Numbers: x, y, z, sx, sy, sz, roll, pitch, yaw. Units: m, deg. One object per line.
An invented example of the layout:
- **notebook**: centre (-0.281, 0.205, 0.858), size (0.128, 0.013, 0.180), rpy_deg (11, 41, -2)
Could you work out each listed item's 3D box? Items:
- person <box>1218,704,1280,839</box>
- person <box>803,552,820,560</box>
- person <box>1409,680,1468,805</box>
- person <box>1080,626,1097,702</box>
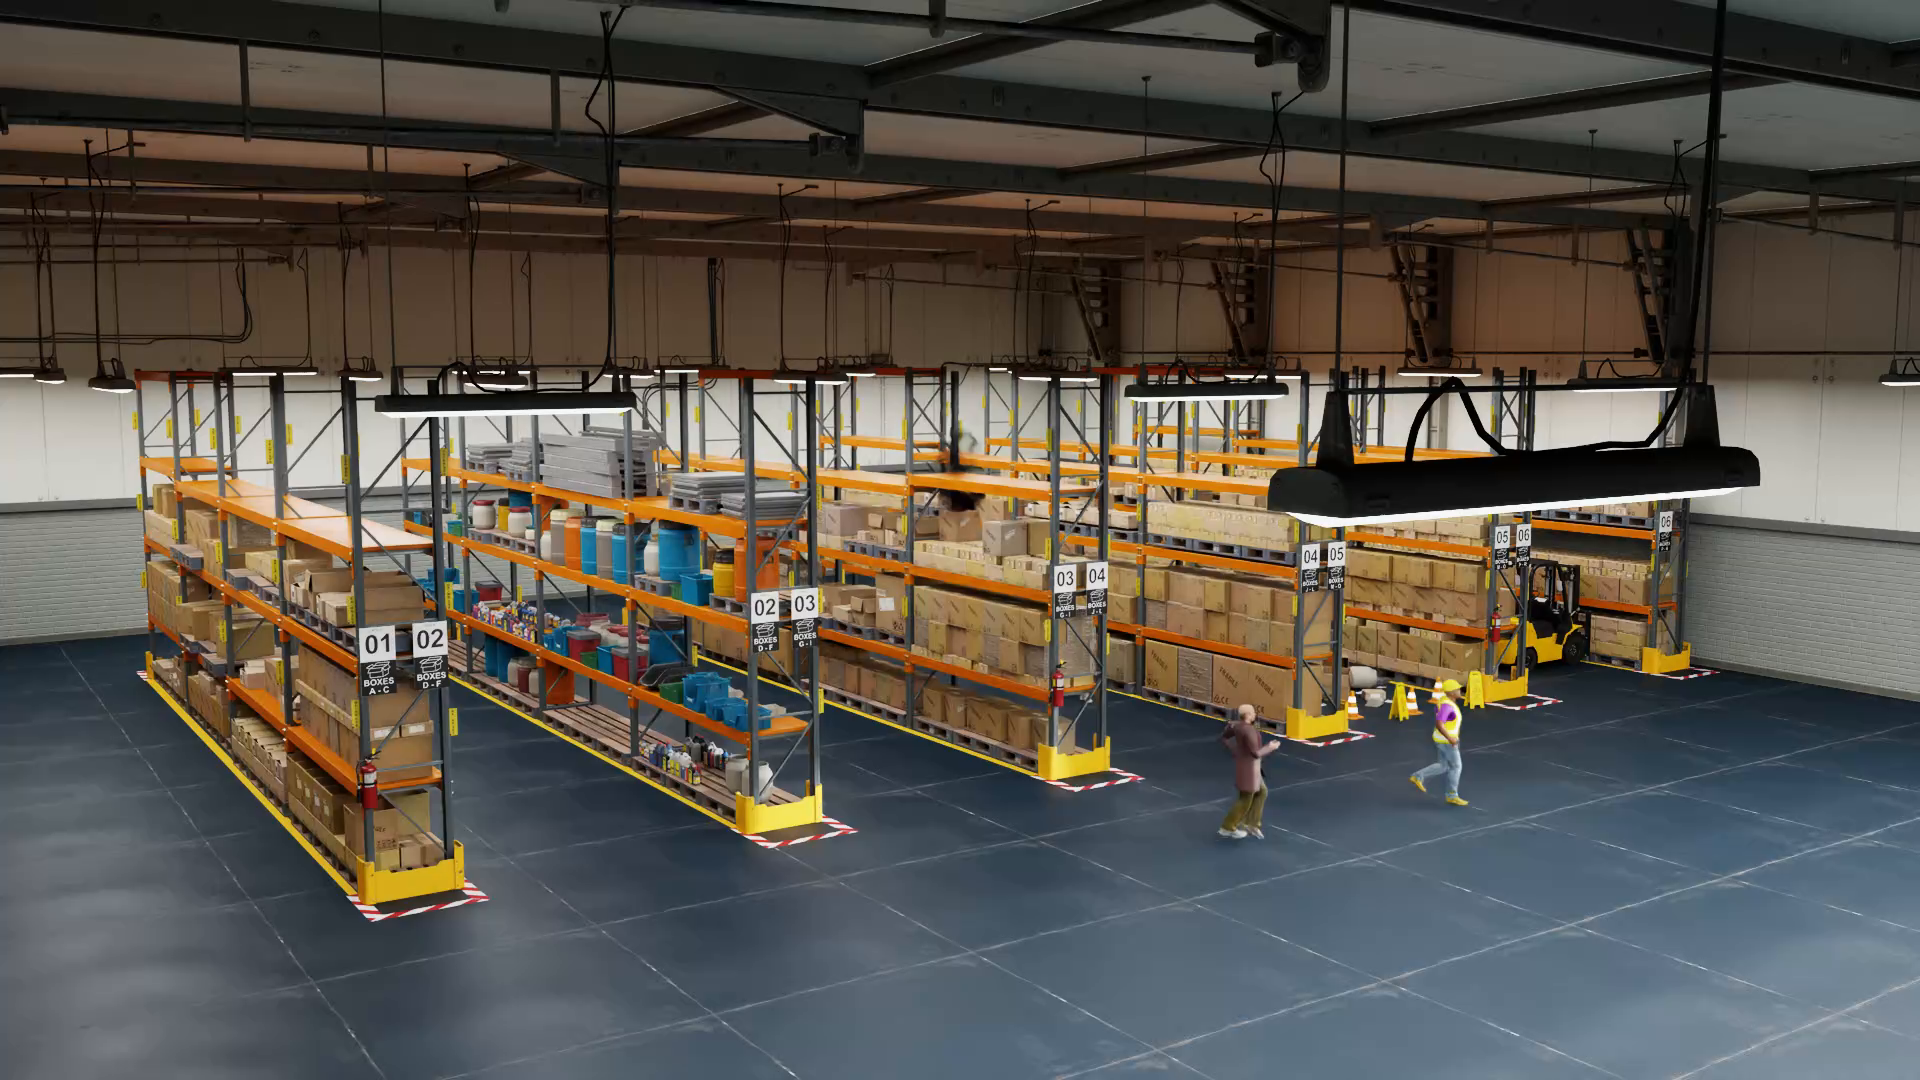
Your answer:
- **person**: centre (3.736, 3.029, 21.541), size (0.787, 1.841, 0.684), rpy_deg (-1, 6, -5)
- **person**: centre (-3.737, 0.818, 41.521), size (0.626, 1.638, 0.582), rpy_deg (5, 8, 38)
- **person**: centre (6.751, 2.826, 23.387), size (0.810, 1.772, 0.694), rpy_deg (1, 6, 7)
- **person**: centre (2.296, 2.117, 30.270), size (0.560, 1.639, 0.605), rpy_deg (-5, 8, -36)
